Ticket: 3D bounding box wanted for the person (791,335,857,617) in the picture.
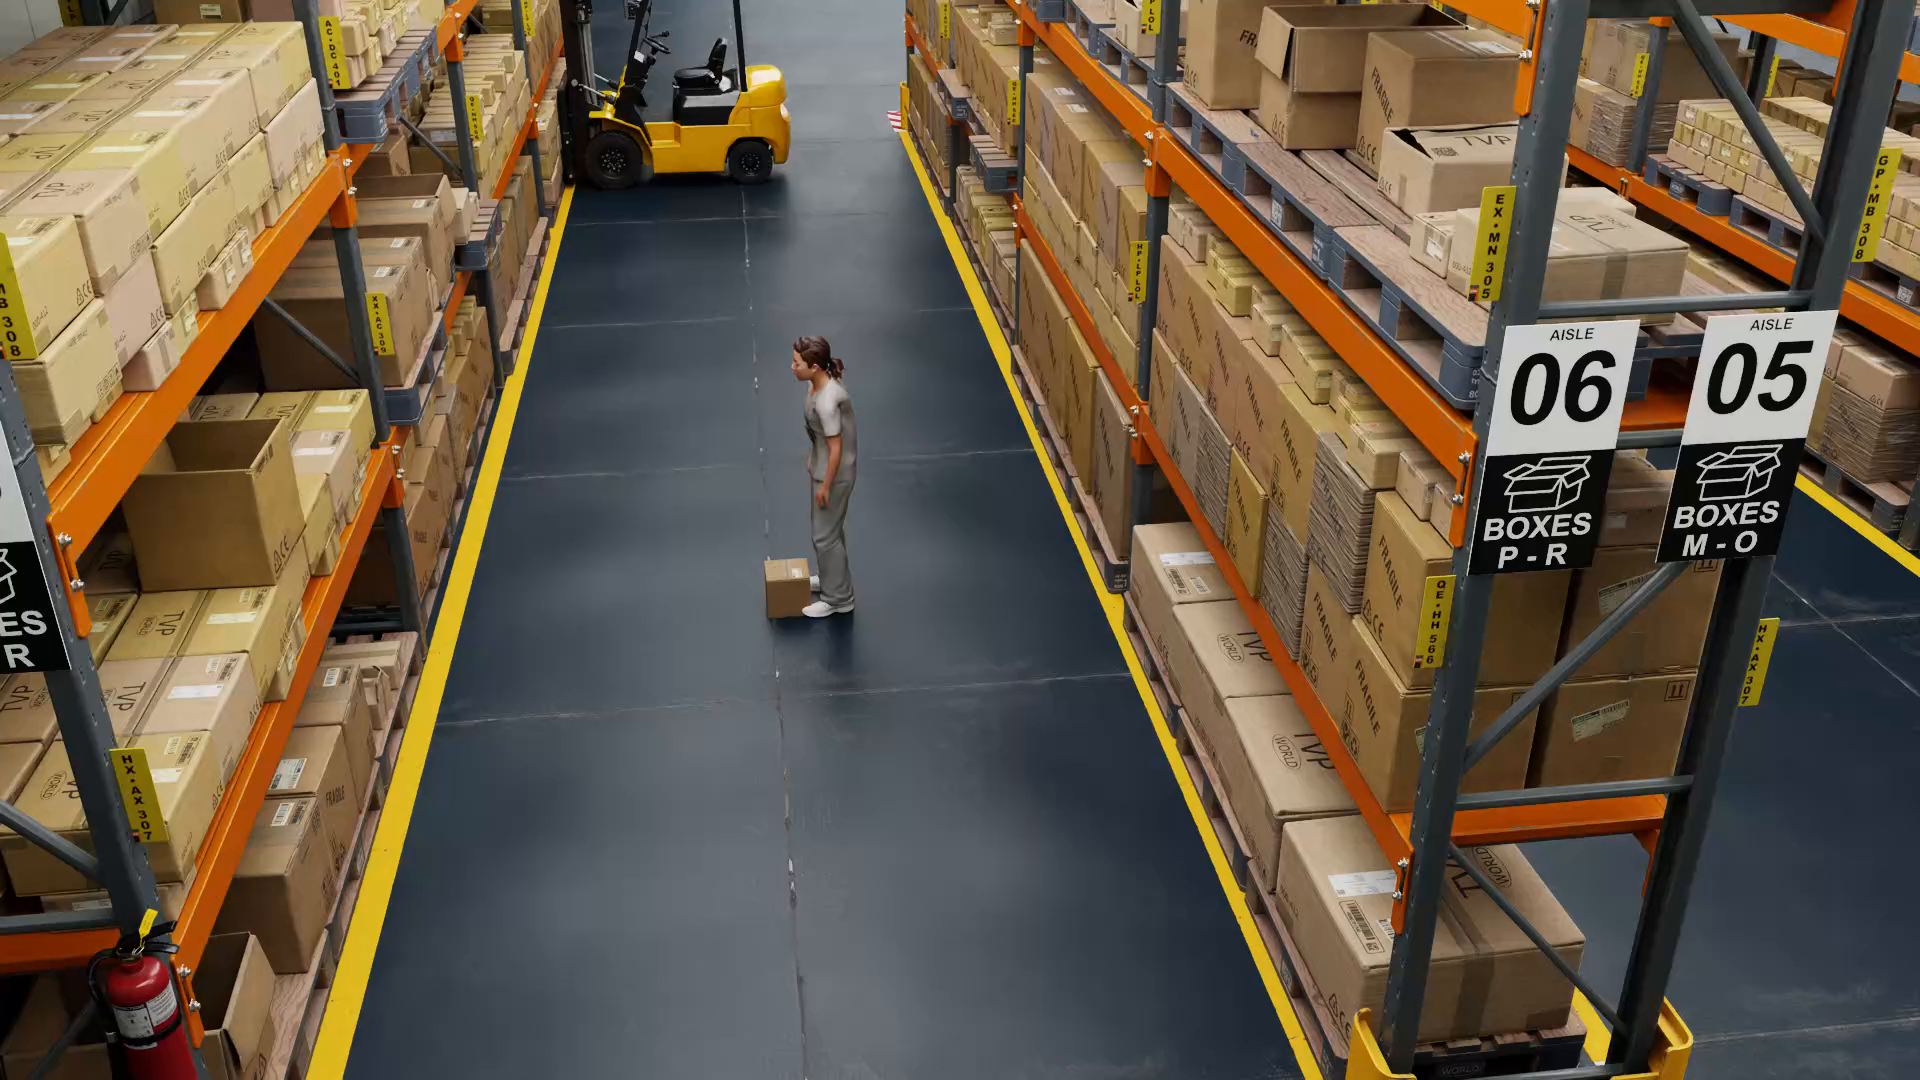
[{"bbox_3d":[-0.756,-0.371,9.340,0.358,1.673,0.510,-5,28,-9],"label":"person"}]
